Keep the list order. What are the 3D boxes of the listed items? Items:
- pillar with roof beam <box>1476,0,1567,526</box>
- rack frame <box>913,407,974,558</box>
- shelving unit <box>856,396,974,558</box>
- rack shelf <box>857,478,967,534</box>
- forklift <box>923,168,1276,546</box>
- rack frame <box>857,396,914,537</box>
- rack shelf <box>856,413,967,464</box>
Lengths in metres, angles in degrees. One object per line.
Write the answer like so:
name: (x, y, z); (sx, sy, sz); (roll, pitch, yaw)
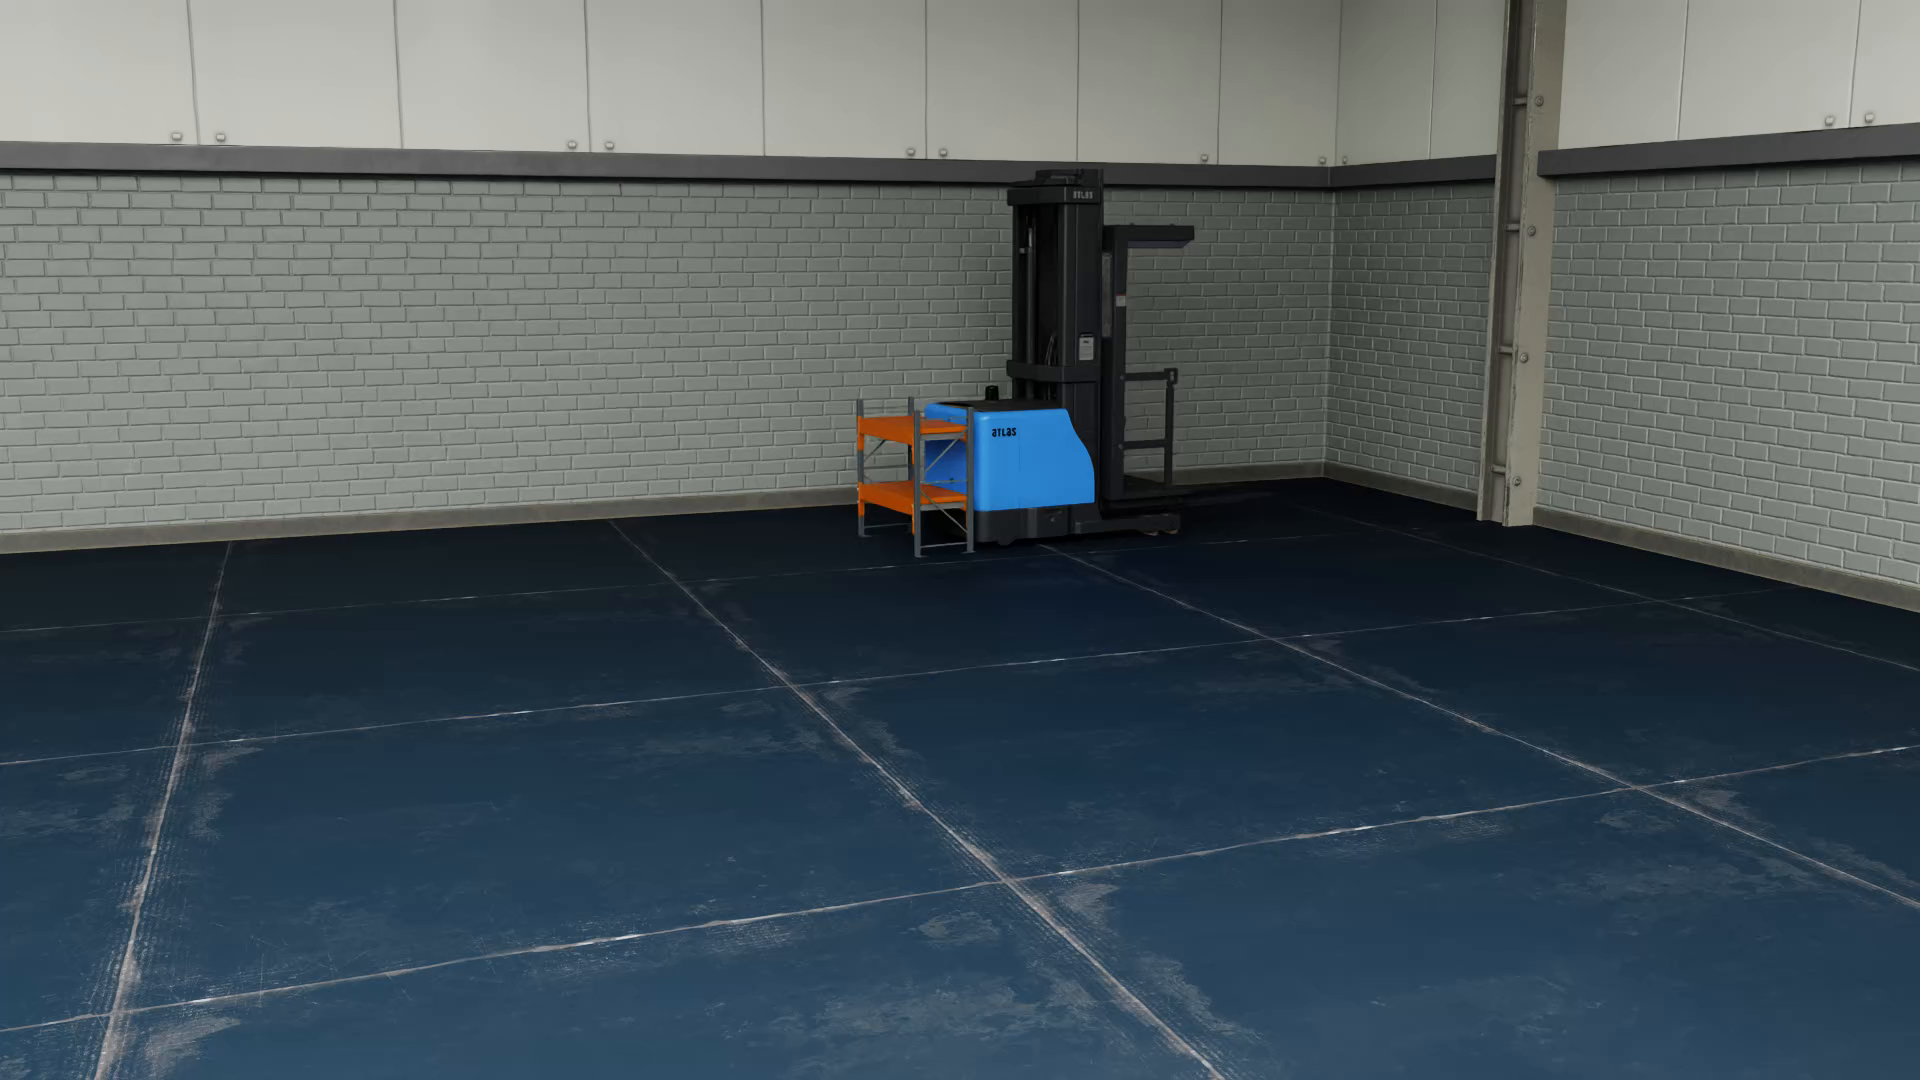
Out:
pillar with roof beam: (0.679, -4.313, 11.974); (9.100, 9.000, 0.400); (-4, 11, -21)
rack frame: (-0.122, -0.440, 12.682); (0.500, 1.125, 0.032); (-5, 11, -28)
shelving unit: (-0.363, -0.518, 13.123); (0.538, 1.125, 1.048); (-5, 11, -28)
rack shelf: (-0.363, -0.278, 13.165); (0.538, 0.278, 1.000); (-5, 11, -28)
forklift: (1.247, -1.554, 13.785); (3.031, 2.935, 1.130); (-5, 11, -27)
rack frame: (-0.603, -0.597, 13.564); (0.500, 1.125, 0.032); (-5, 11, -28)
rack shelf: (-0.363, -0.807, 13.071); (0.538, 0.278, 1.000); (-5, 11, -28)
